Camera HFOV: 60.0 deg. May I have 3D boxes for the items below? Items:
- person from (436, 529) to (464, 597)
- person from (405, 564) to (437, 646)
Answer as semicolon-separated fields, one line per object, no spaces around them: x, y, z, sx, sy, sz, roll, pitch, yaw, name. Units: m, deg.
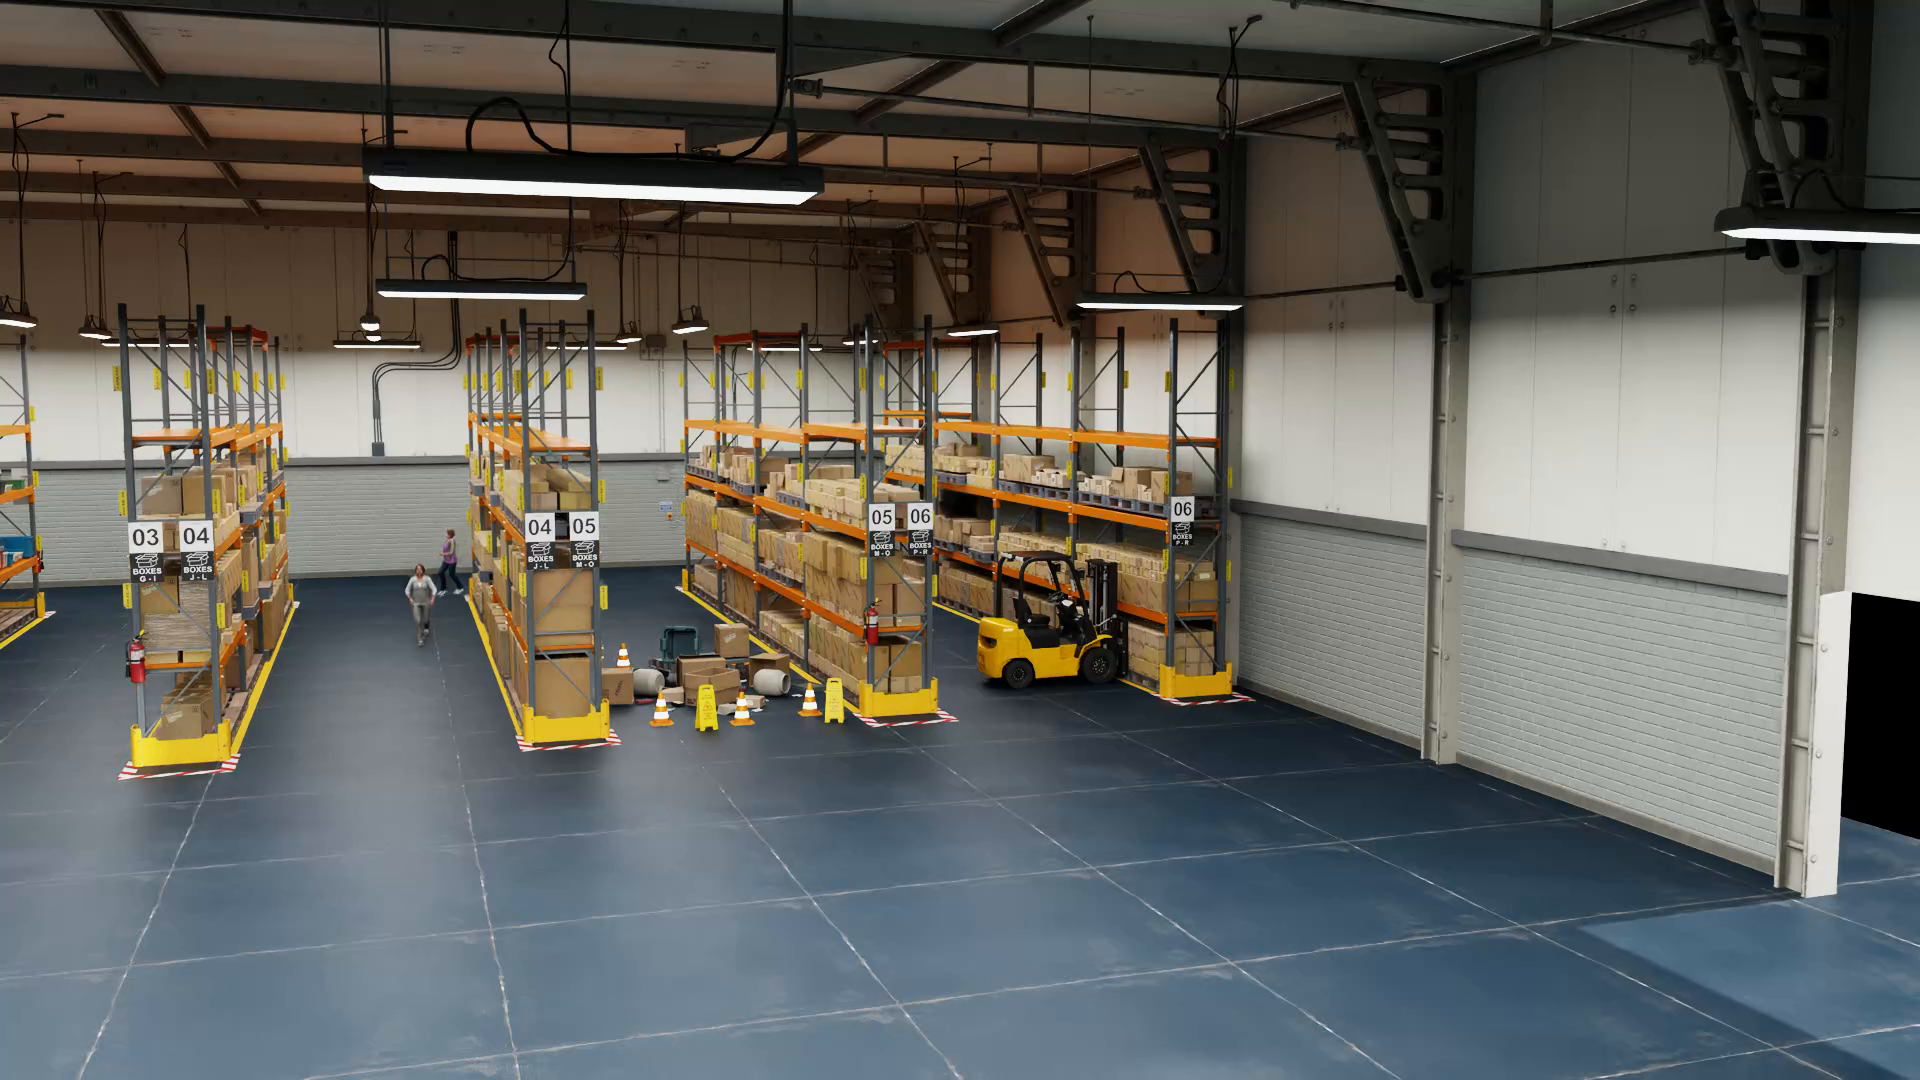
-11.874;0.538;38.875;0.660;1.621;0.522;-5;7;-43;person
-10.286;1.220;31.736;0.583;1.554;0.575;-2;6;-16;person
